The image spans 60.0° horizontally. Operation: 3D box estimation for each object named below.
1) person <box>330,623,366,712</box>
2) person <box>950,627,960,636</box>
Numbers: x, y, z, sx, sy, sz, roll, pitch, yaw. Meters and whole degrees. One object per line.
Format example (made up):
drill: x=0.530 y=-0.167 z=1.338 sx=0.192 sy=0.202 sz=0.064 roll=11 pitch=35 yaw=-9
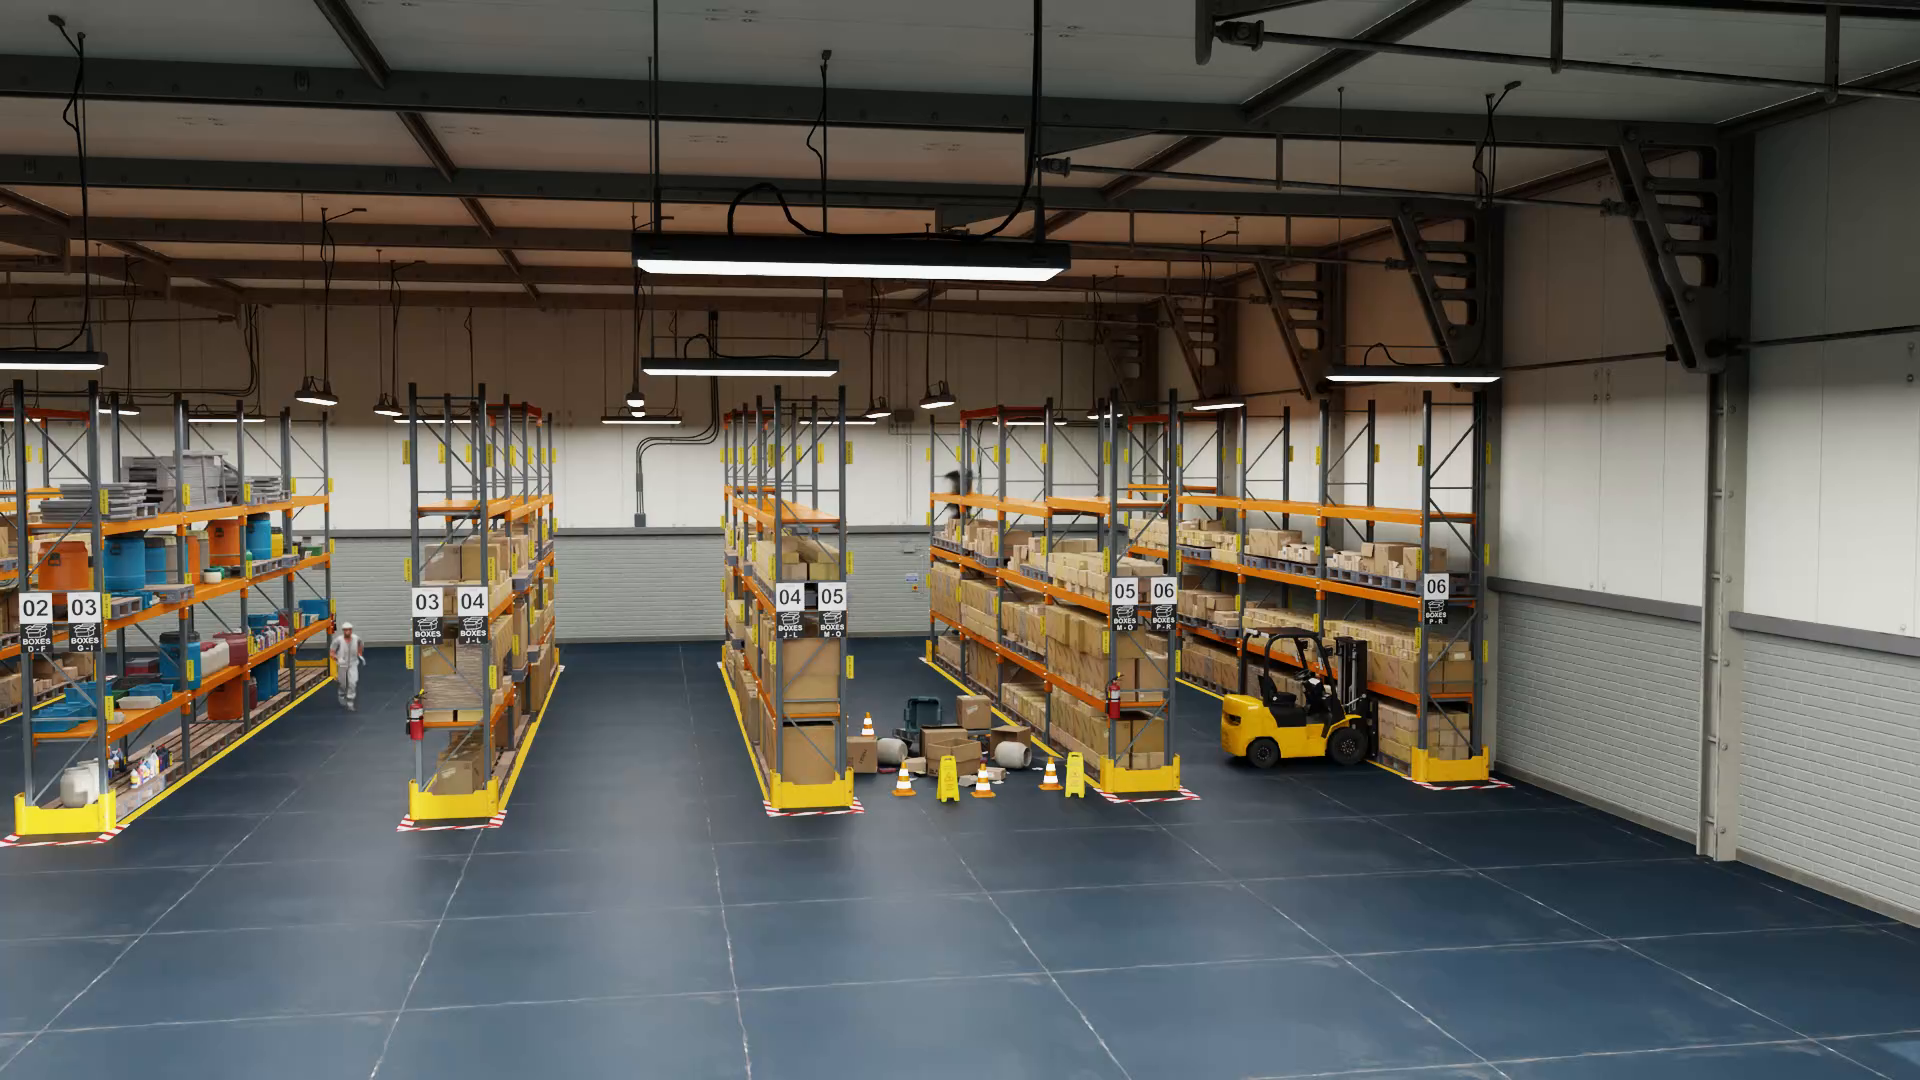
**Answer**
person: x=-12.062 y=2.474 z=32.708 sx=0.670 sy=1.746 sz=0.900 roll=-2 pitch=3 yaw=-29
person: x=0.001 y=2.101 z=41.701 sx=0.688 sy=1.566 sz=0.544 roll=0 pitch=3 yaw=-7
